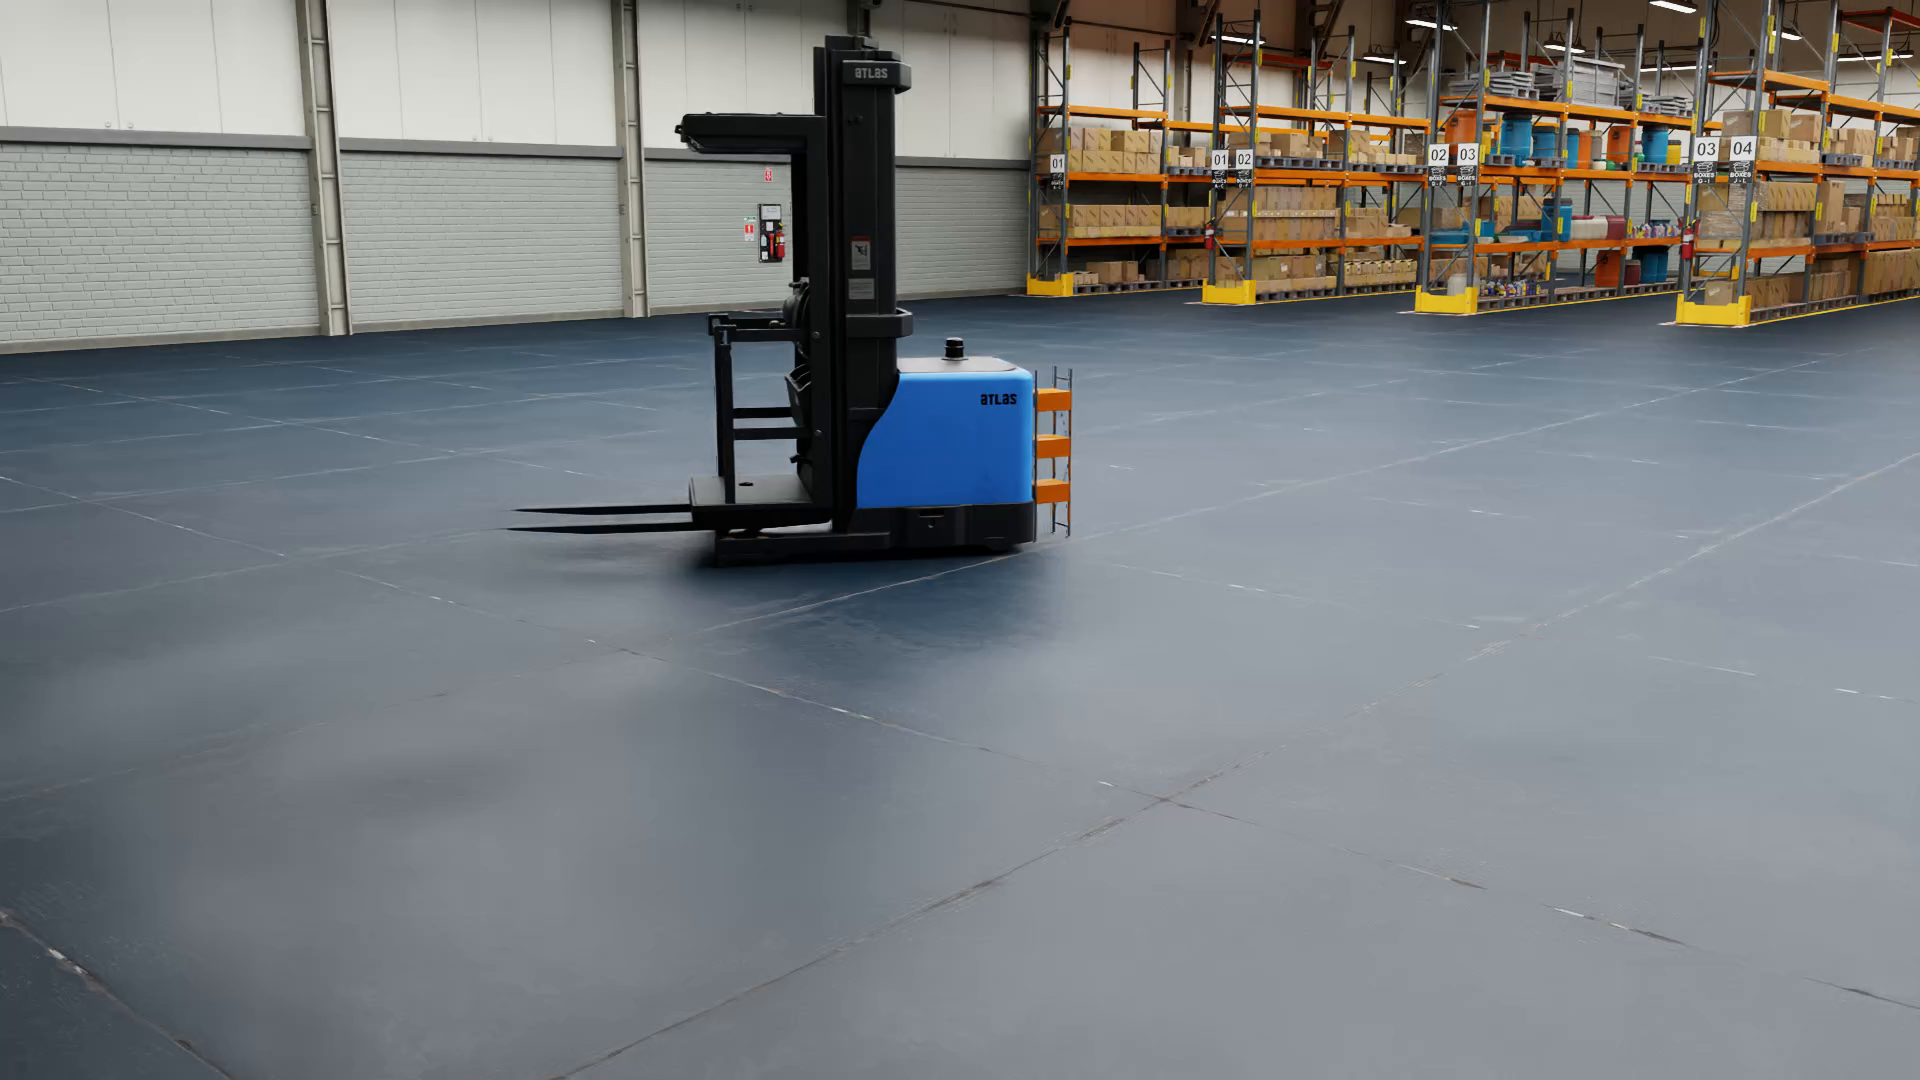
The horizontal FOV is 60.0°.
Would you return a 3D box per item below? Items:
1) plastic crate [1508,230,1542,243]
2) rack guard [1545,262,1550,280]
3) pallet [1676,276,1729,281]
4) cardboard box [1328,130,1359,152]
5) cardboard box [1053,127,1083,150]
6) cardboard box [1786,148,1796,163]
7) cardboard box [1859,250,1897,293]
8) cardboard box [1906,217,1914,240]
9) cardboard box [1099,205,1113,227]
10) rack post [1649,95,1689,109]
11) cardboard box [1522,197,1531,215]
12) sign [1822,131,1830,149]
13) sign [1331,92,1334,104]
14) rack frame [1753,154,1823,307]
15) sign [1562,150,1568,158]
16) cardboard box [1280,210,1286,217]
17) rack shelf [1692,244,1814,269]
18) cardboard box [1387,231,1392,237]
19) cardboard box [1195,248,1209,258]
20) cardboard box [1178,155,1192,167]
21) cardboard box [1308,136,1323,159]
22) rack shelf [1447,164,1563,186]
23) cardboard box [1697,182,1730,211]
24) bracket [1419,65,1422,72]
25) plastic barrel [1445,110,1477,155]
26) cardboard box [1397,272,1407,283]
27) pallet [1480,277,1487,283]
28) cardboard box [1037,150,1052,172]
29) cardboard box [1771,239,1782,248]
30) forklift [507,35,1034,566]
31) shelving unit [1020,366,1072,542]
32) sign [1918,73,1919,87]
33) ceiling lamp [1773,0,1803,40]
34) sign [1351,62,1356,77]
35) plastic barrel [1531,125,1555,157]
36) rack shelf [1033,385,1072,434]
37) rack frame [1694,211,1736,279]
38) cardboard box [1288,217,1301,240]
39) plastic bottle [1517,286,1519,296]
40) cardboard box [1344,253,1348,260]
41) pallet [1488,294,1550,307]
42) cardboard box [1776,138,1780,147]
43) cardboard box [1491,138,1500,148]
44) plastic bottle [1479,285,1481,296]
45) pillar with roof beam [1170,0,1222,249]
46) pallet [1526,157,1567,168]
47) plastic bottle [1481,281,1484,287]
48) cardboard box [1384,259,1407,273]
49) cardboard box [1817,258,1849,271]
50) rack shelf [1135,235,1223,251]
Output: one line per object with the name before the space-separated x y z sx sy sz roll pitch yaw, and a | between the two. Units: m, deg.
plastic crate | 11.609 -6.238 34.165 0.499 0.251 0.616 10 15 40
rack guard | 16.289 -7.678 47.379 1.175 0.500 0.348 10 15 40
pallet | 19.484 -6.791 43.672 1.003 0.211 1.213 10 15 40
cardboard box | 8.854 -9.207 38.386 0.500 0.500 0.500 10 15 41
cardboard box | 2.490 -9.247 38.331 0.500 0.500 0.500 8 14 36
cardboard box | 14.734 -6.941 30.030 0.500 0.250 0.500 10 15 42
cardboard box | 19.562 -5.850 36.195 1.225 0.875 0.875 10 15 41
cardboard box | 21.034 -6.991 37.297 0.500 0.500 0.500 10 15 41
cardboard box | 3.274 -7.683 39.439 0.500 0.500 0.500 9 14 39
rack post | 16.837 -10.471 39.854 0.937 0.300 0.954 9 15 39
cardboard box | 15.241 -9.127 45.441 0.500 0.500 0.500 10 15 42
sign | 16.269 -7.524 31.245 0.100 0.325 0.005 10 15 40
sign | 10.390 -12.337 46.418 0.100 0.325 0.005 10 15 40
rack frame | 15.856 -5.869 31.935 1.000 3.000 0.127 10 15 40
sign | 12.542 -7.912 34.482 0.100 0.325 0.005 10 15 40
cardboard box | 6.878 -7.111 36.242 0.380 0.149 0.250 9 14 38
rack shelf | 14.536 -5.222 30.532 1.077 0.370 4.000 10 15 40
cardboard box | 10.258 -7.420 40.346 0.250 0.149 0.380 -11 16 -43
cardboard box | 6.139 -7.471 43.304 0.500 0.250 0.500 10 15 40
cardboard box | 5.521 -9.584 42.033 0.500 0.311 0.500 10 15 42
cardboard box | 7.887 -8.904 37.792 0.500 0.500 0.500 -11 15 -43
rack shelf | 10.816 -7.333 33.445 1.077 0.370 4.000 10 15 40
cardboard box | 13.393 -6.078 29.417 0.500 0.500 0.500 10 15 40
bracket | 14.288 -14.787 52.078 0.235 0.232 0.430 10 15 40
plastic barrel | 9.721 -7.896 32.258 0.600 0.830 0.708 10 15 40
cardboard box | 10.556 -6.411 40.598 0.500 0.250 0.500 10 15 40
pallet | 13.190 -6.835 43.893 1.003 0.211 1.213 10 15 40
cardboard box | 2.139 -8.825 38.774 0.500 0.500 0.500 -11 16 -43
cardboard box | 14.646 -5.376 30.111 0.380 0.149 0.250 10 15 40
forklift | -1.131 -1.399 9.734 3.031 2.935 1.130 -2 11 -10
shelving unit | 0.521 -0.528 10.175 0.252 1.050 0.215 -6 13 -28
sign | 23.365 -11.184 40.444 0.100 0.325 0.005 10 15 40
ceiling lamp | 18.968 -13.006 37.449 0.800 3.185 2.000 10 15 40
sign | 8.818 -10.552 37.279 0.100 0.325 0.005 10 15 40
plastic barrel | 12.308 -8.329 35.314 0.600 0.901 0.708 10 15 40
rack shelf | 0.521 -0.796 10.122 0.240 0.259 0.215 -6 13 -28
rack frame | 20.057 -8.274 43.981 1.000 3.000 0.127 10 15 40
cardboard box | 7.115 -6.906 36.872 0.700 0.500 0.500 10 15 42
plastic bottle | 11.420 -5.100 34.110 0.097 0.201 0.097 0 11 0
cardboard box | 10.880 -8.117 48.504 0.700 0.500 0.500 10 15 40
pallet | 11.661 -5.048 34.947 1.003 0.211 1.213 10 15 40
cardboard box | 14.286 -7.028 29.449 0.380 0.149 0.250 10 15 40
cardboard box | 13.991 -10.414 44.225 0.700 0.500 0.500 10 15 40
plastic bottle | 10.646 -5.151 34.154 0.061 0.283 0.133 10 15 40
pillar with roof beam | 9.060 -10.684 40.729 9.100 9.000 0.548 10 15 40
pallet | 11.733 -7.769 34.271 1.213 0.211 1.003 10 15 40
plastic bottle | 10.763 -5.243 34.443 0.144 0.351 0.185 11 15 43
cardboard box | 10.559 -6.685 40.538 0.500 0.311 0.500 9 15 39
cardboard box | 18.077 -5.712 34.497 0.500 0.250 0.500 11 15 43
rack shelf | 6.014 -7.731 43.098 1.077 0.370 4.000 10 15 40
